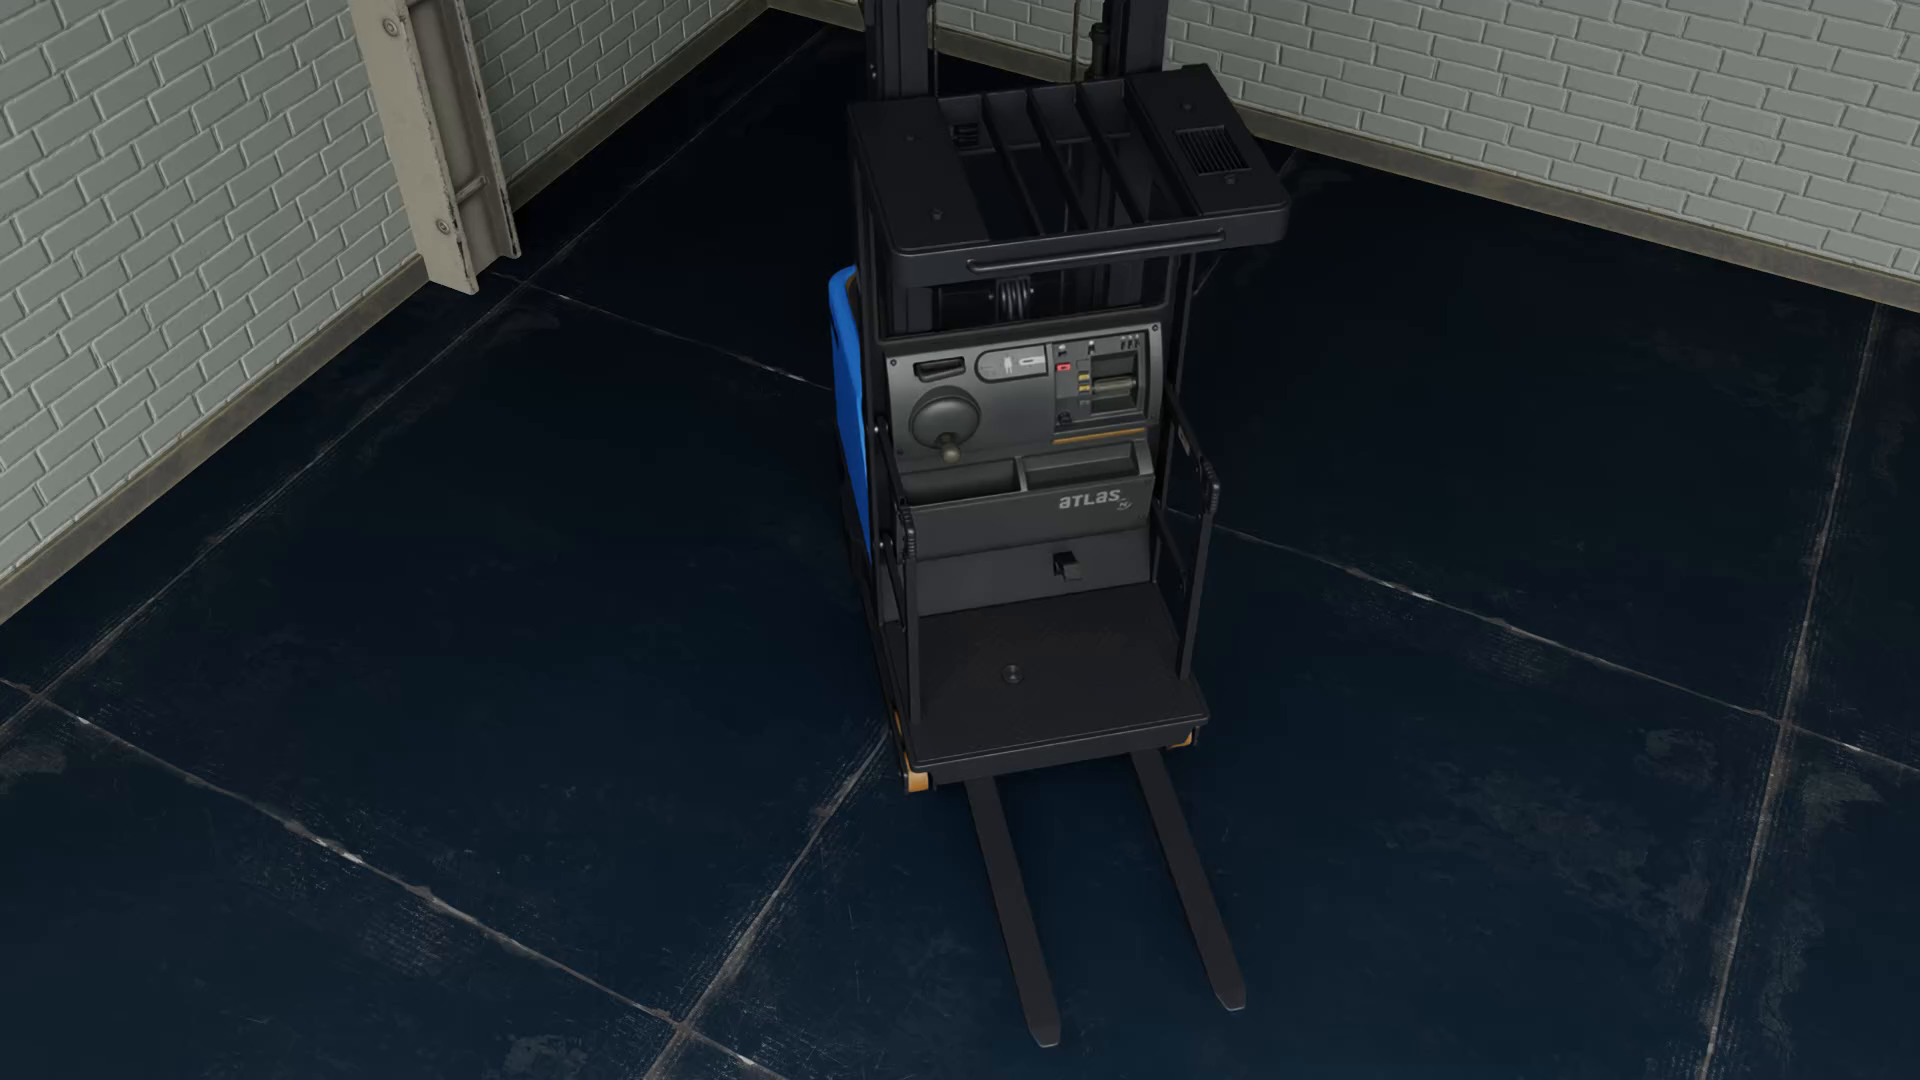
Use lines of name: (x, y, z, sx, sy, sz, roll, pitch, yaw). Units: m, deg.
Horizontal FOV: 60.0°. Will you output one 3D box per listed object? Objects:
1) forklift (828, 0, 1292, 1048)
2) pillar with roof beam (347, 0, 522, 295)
forklift: (0.266, -0.401, 5.365, 1.130, 2.935, 3.031, -8, 46, -8)
pillar with roof beam: (1.357, -3.128, 3.794, 9.100, 9.000, 0.400, 20, 49, 19)
